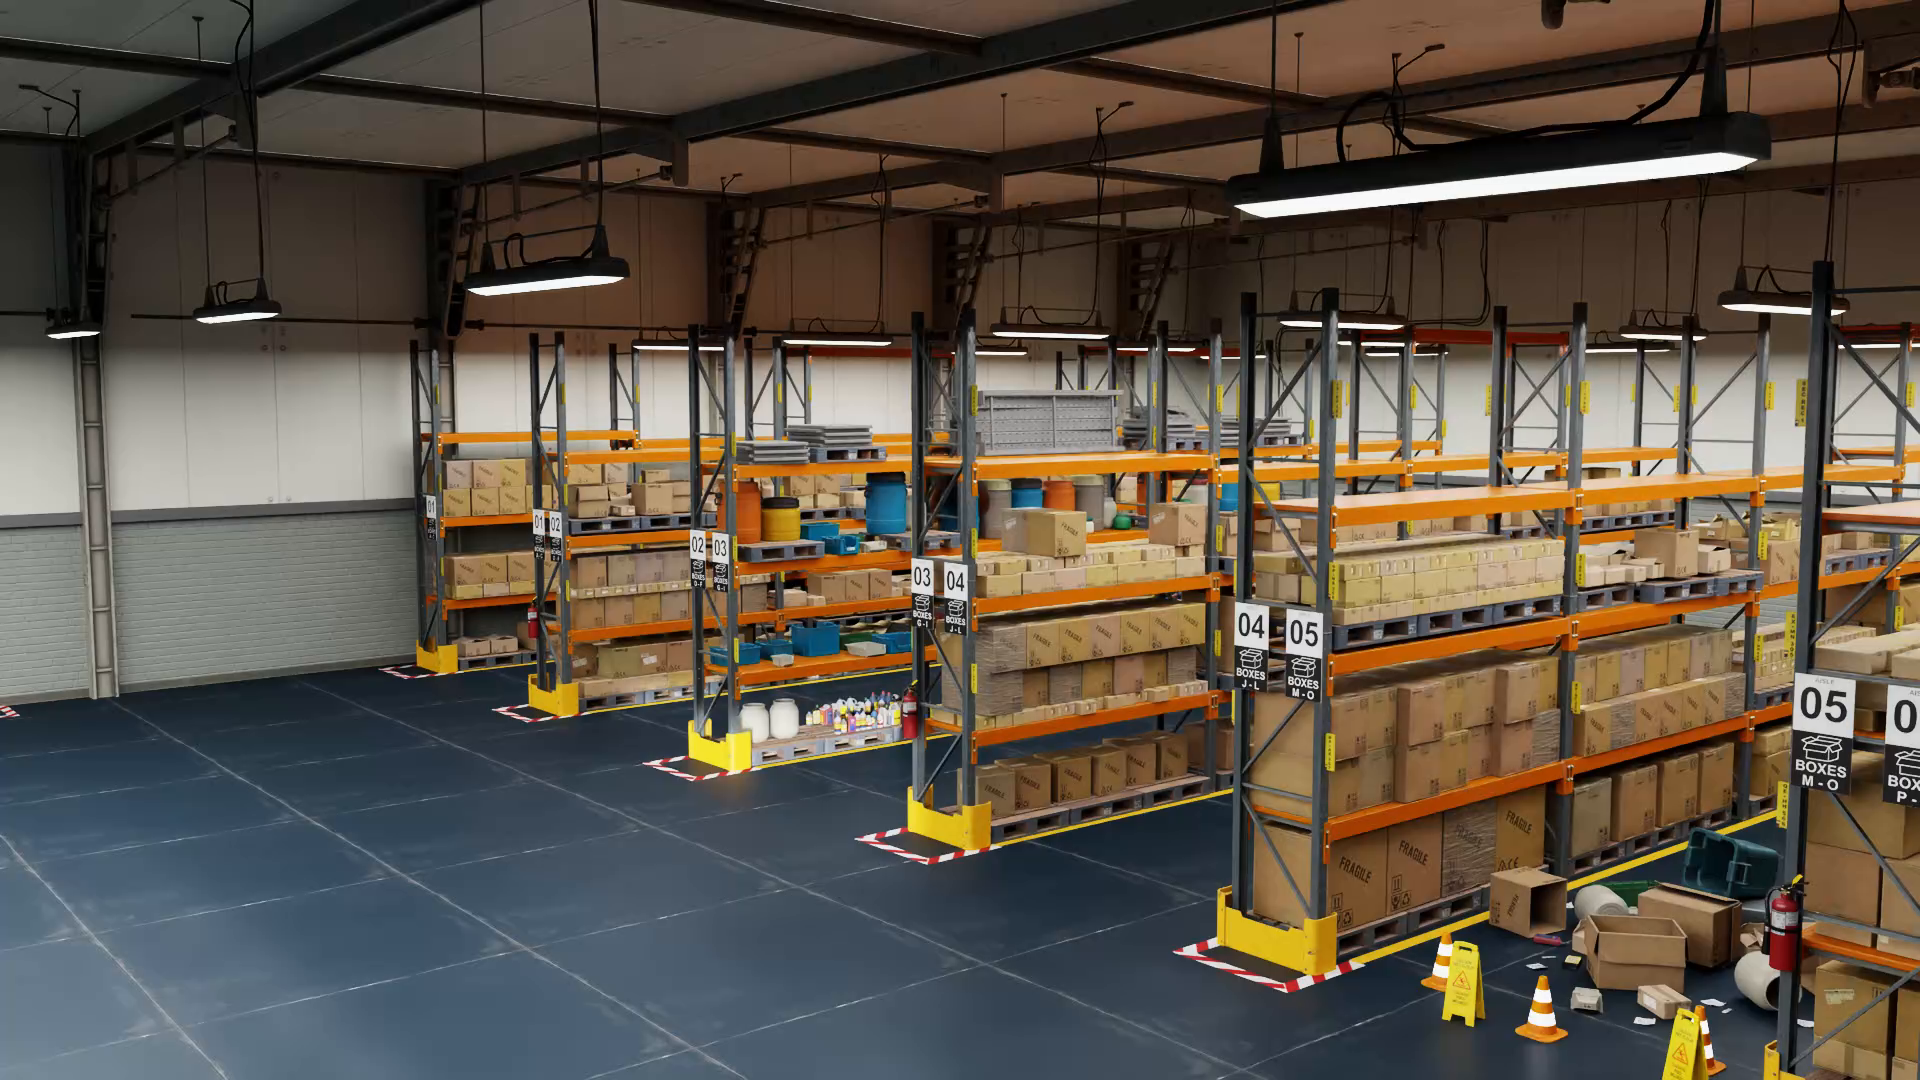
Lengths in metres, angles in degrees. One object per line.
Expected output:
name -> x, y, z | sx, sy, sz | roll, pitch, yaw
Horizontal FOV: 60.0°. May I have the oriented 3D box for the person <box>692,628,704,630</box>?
person -> -5.165, 1.365, 31.978 | 0.531, 1.659, 0.480 | 0, 5, -1
